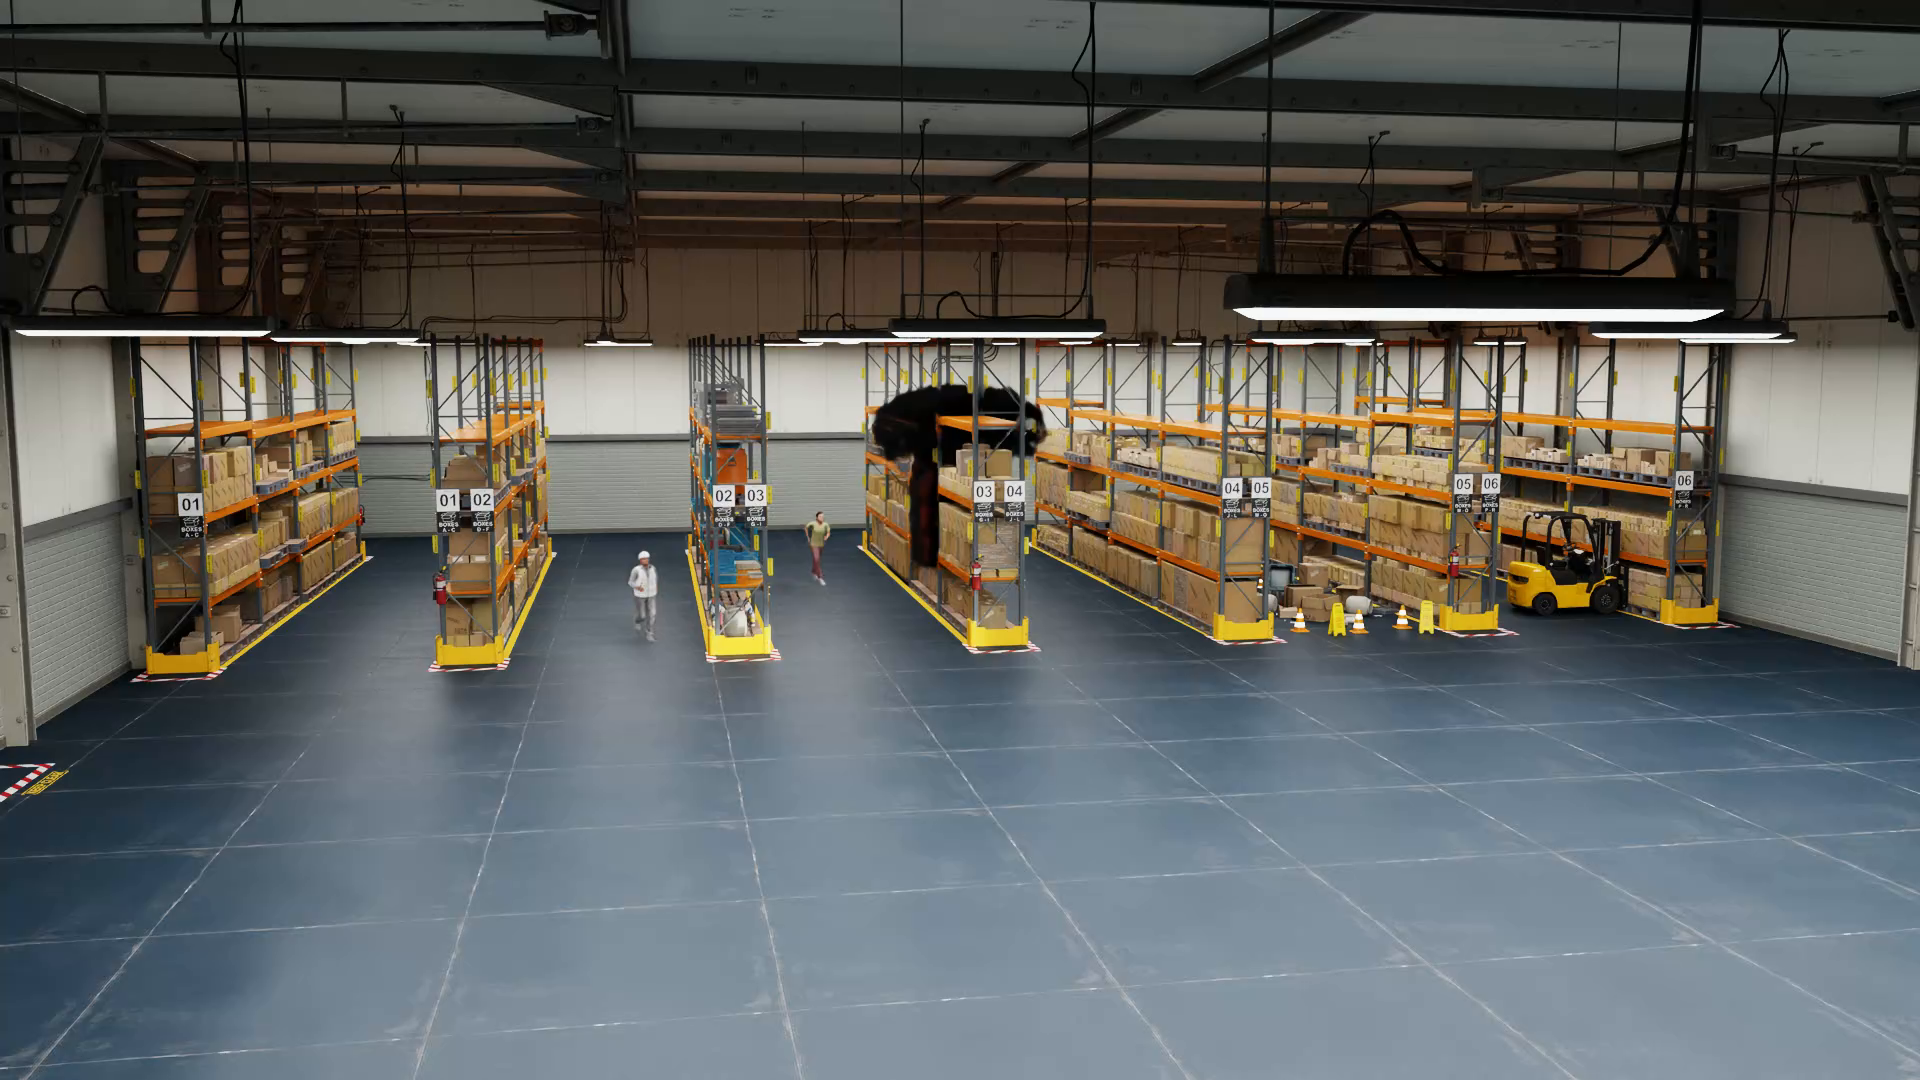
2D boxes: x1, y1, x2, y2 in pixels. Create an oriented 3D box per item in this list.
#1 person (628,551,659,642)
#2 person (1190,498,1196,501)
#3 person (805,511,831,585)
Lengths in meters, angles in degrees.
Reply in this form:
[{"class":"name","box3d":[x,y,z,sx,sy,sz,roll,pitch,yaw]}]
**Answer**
[{"class":"person","box3d":[-6.232,1.108,32.903,0.668,1.787,0.811,-4,8,-29]},{"class":"person","box3d":[7.255,-0.946,51.215,0.661,1.601,0.586,-2,7,-19]},{"class":"person","box3d":[-3.321,0.164,38.882,0.579,1.703,0.885,-3,7,-23]}]
